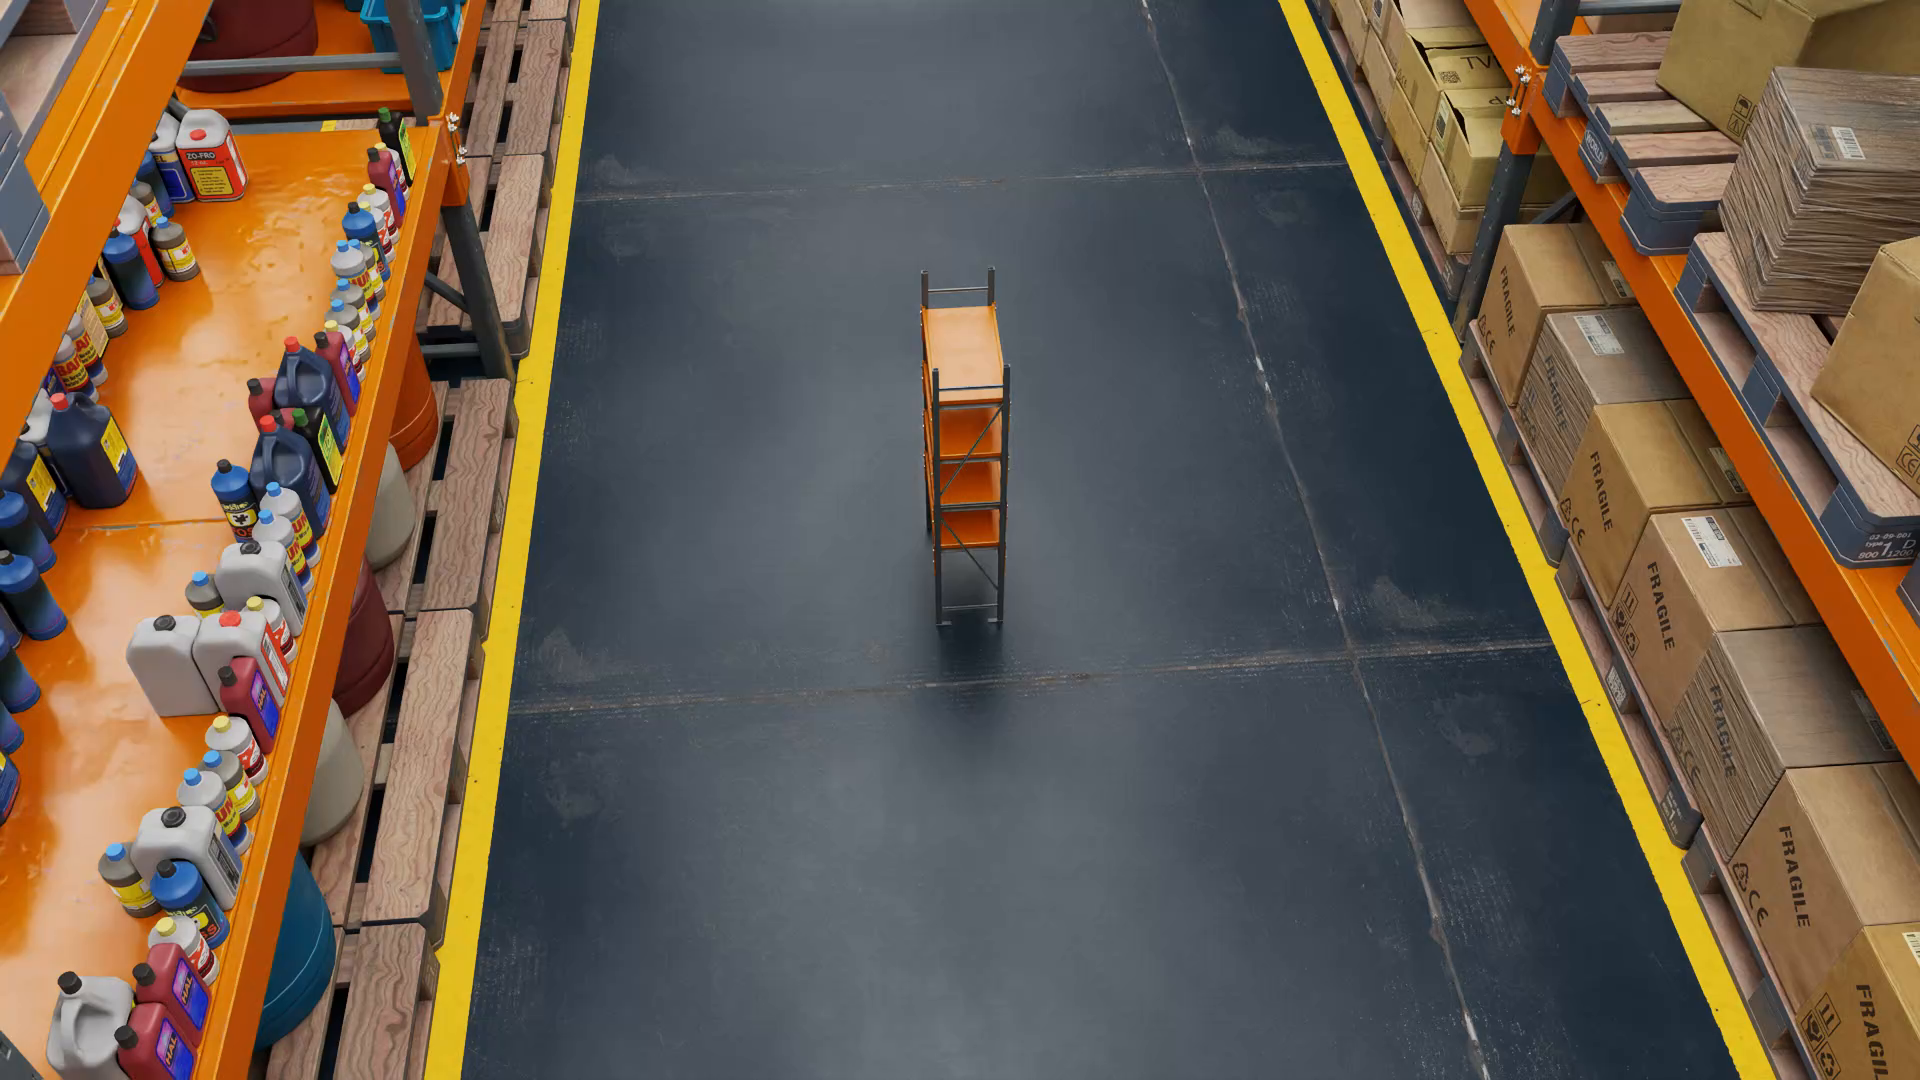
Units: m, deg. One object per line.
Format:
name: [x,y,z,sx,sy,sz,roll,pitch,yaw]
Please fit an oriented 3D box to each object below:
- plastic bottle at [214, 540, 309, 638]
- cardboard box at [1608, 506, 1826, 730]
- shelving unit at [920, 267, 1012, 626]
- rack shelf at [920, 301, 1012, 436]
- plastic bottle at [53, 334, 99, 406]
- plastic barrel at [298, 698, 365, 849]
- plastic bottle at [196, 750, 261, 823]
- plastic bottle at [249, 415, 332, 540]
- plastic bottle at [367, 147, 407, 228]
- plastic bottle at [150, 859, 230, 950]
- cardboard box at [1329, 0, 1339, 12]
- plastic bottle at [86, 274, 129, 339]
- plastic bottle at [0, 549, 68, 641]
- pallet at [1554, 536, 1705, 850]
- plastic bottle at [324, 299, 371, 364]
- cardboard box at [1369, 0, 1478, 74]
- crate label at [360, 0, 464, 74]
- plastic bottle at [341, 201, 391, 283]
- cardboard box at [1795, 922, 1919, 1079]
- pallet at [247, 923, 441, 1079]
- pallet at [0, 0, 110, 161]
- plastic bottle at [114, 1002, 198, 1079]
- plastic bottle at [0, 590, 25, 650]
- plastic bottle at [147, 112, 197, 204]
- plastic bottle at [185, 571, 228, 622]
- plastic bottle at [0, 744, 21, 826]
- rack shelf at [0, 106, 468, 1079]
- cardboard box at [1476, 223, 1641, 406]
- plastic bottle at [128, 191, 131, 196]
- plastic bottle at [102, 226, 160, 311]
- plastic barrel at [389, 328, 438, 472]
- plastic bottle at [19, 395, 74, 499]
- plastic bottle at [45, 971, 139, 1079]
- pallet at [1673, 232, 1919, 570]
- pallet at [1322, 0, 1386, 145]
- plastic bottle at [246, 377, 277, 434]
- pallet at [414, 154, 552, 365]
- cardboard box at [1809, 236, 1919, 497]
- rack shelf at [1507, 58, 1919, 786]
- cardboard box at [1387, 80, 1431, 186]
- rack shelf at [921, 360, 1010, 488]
plastic bottle: [-1.753,0.111,4.164,0.152,0.276,0.135,-3,47,-3]
cardboard box: [2.493,0.246,5.370,0.500,0.500,0.500,-5,47,-5]
shelving unit: [0.014,-0.293,5.701,0.258,1.200,0.503,-3,47,-3]
rack shelf: [0.014,-0.563,5.416,0.258,0.148,0.480,-3,47,-3]
plastic bottle: [-2.558,-0.499,4.745,0.097,0.271,0.097,0,47,0]
plastic barrel: [-2.043,0.654,4.989,0.421,0.512,0.421,0,47,0]
plastic bottle: [-1.677,0.554,3.797,0.097,0.201,0.097,0,47,0]
plastic bottle: [-1.778,-0.171,4.380,0.144,0.351,0.185,-3,47,-3]
plastic bottle: [-1.853,-1.156,5.359,0.061,0.283,0.133,-3,47,-3]
plastic bottle: [-1.649,0.768,3.545,0.097,0.271,0.097,0,47,0]
cardboard box: [2.144,-2.970,8.601,0.500,0.250,0.500,-5,47,-5]
plastic bottle: [-2.585,-0.712,4.995,0.097,0.201,0.097,0,47,0]
plastic bottle: [-2.332,0.127,4.152,0.097,0.271,0.097,0,47,0]
pallet: [2.729,0.454,5.675,1.003,0.211,1.213,-3,47,-3]
plastic bottle: [-1.813,-0.621,4.909,0.097,0.201,0.097,0,47,0]
cardboard box: [2.226,-2.425,7.699,0.500,0.311,0.500,-4,47,-4]
crate label: [-1.993,-1.900,6.099,0.303,0.233,0.416,-3,47,-3]
plastic bottle: [-1.845,-0.926,5.150,0.097,0.271,0.097,0,47,0]
cardboard box: [2.613,1.334,4.339,0.500,0.500,0.500,-4,47,-4]
pallet: [-2.020,1.662,4.530,1.003,0.211,1.213,-3,47,-3]
pallet: [-2.258,-1.084,3.275,1.003,0.211,1.213,-3,47,-3]
plastic bottle: [-1.602,1.013,3.305,0.061,0.283,0.133,-3,47,-3]
plastic bottle: [-2.455,0.147,4.130,0.152,0.276,0.135,-3,47,-3]
plastic bottle: [-2.617,-1.255,5.458,0.152,0.276,0.135,-3,47,-3]
plastic bottle: [-1.875,0.158,4.171,0.097,0.201,0.097,0,47,0]
plastic bottle: [-2.271,0.493,3.751,0.144,0.351,0.185,-3,47,-3]
rack shelf: [-2.164,0.064,4.618,1.077,0.370,4.000,-3,47,-3]
cardboard box: [2.358,-0.873,6.430,0.500,0.500,0.500,-2,47,-2]
plastic bottle: [-2.635,-1.016,5.227,0.061,0.283,0.133,-3,47,-3]
plastic bottle: [-2.536,-0.836,5.065,0.097,0.271,0.097,0,47,0]
plastic barrel: [-2.274,-0.675,6.029,0.600,0.830,0.708,-3,47,-3]
plastic bottle: [-2.501,-0.251,4.507,0.152,0.276,0.135,-3,47,-3]
plastic bottle: [-1.706,0.977,3.292,0.144,0.351,0.185,-3,47,-3]
pallet: [2.772,-0.456,4.748,1.003,0.211,1.213,-3,47,-3]
pallet: [2.476,-2.448,8.423,1.003,0.211,1.213,-3,47,-3]
plastic bottle: [-1.905,-0.354,4.599,0.061,0.283,0.133,-3,47,-3]
pallet: [-2.358,-1.234,7.273,1.003,0.211,1.213,-3,47,-3]
cardboard box: [2.730,-0.488,4.288,0.700,0.500,0.500,-14,48,-13]
rack shelf: [2.772,-0.234,4.901,1.077,0.370,4.000,-3,47,-3]
cardboard box: [2.271,-1.866,7.556,0.500,0.250,0.500,-4,47,-4]
rack shelf: [0.014,-0.400,5.587,0.258,0.148,0.480,-3,47,-3]
